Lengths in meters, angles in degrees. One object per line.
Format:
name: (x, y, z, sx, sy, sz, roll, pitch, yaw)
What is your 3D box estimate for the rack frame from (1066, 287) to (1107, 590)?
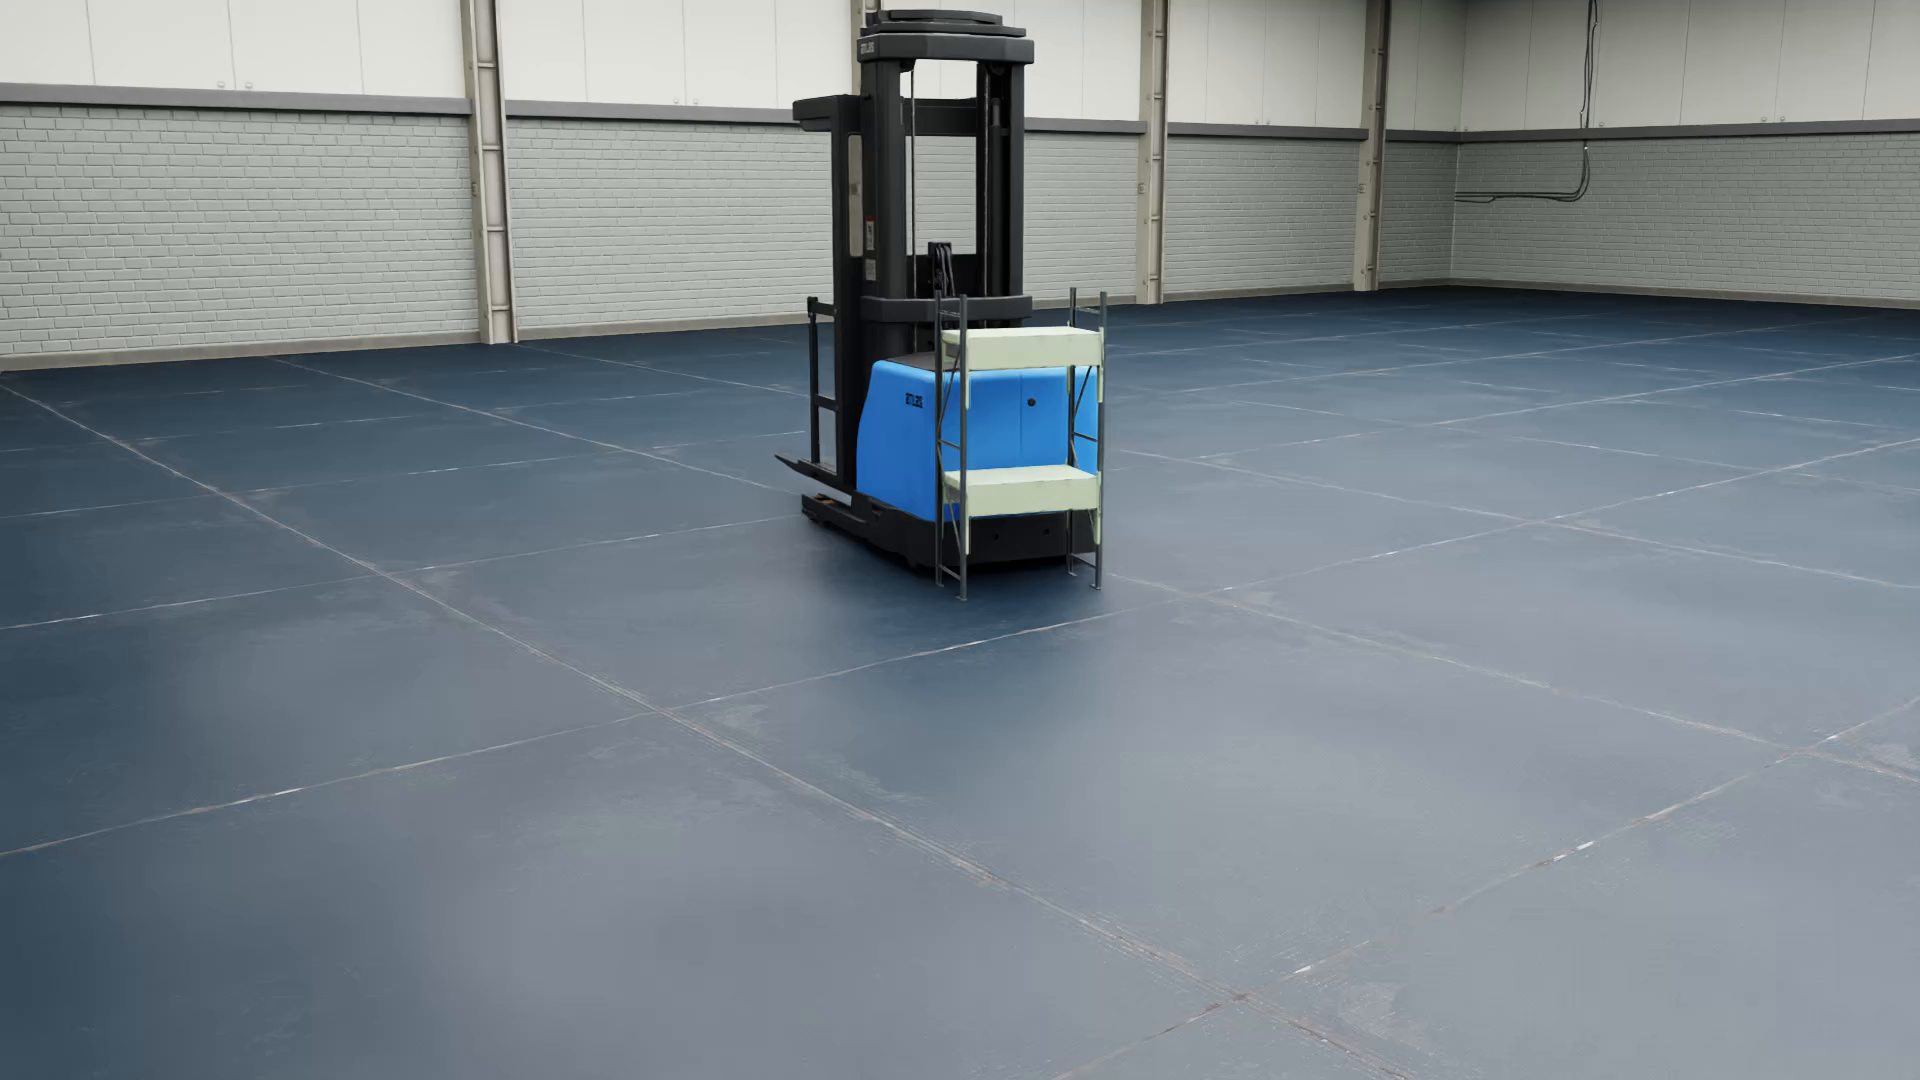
rack frame: (0.640, -0.520, 8.467, 0.023, 1.500, 0.400, -4, 13, -20)

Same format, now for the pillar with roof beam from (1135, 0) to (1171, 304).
pillar with roof beam: (6.006, -7.855, 24.957, 0.400, 9.000, 9.100, -9, 15, -38)

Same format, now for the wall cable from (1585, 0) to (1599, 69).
wall cable: (12.818, -10.012, 30.433, 0.112, 2.526, 3.097, -9, 15, -38)

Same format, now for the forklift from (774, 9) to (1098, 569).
forklift: (-0.317, -1.544, 9.844, 1.130, 2.935, 3.031, -6, 13, -24)

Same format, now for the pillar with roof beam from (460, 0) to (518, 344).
pillar with roof beam: (-3.364, -6.298, 17.624, 0.400, 9.000, 9.100, -9, 15, -38)

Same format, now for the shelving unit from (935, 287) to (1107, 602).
shelving unit: (0.296, -0.494, 8.343, 0.755, 1.500, 0.431, -4, 13, -20)

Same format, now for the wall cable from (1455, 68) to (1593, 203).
wall cable: (11.128, -7.981, 33.024, 0.112, 2.526, 3.097, -9, 15, -38)

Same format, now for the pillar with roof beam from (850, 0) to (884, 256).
pillar with roof beam: (1.321, -7.077, 21.290, 0.400, 9.000, 9.100, -9, 15, -38)

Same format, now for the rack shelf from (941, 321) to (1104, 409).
rack shelf: (0.296, -0.875, 8.262, 0.720, 0.370, 0.431, -4, 13, -20)

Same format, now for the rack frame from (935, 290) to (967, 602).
rack frame: (-0.047, -0.467, 8.219, 0.023, 1.500, 0.400, -4, 13, -20)

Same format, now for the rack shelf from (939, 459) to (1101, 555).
rack shelf: (0.296, -0.175, 8.411, 0.720, 0.370, 0.431, -4, 13, -20)

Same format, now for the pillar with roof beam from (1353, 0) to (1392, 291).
pillar with roof beam: (10.691, -8.634, 28.623, 0.400, 9.000, 9.100, -9, 15, -38)
